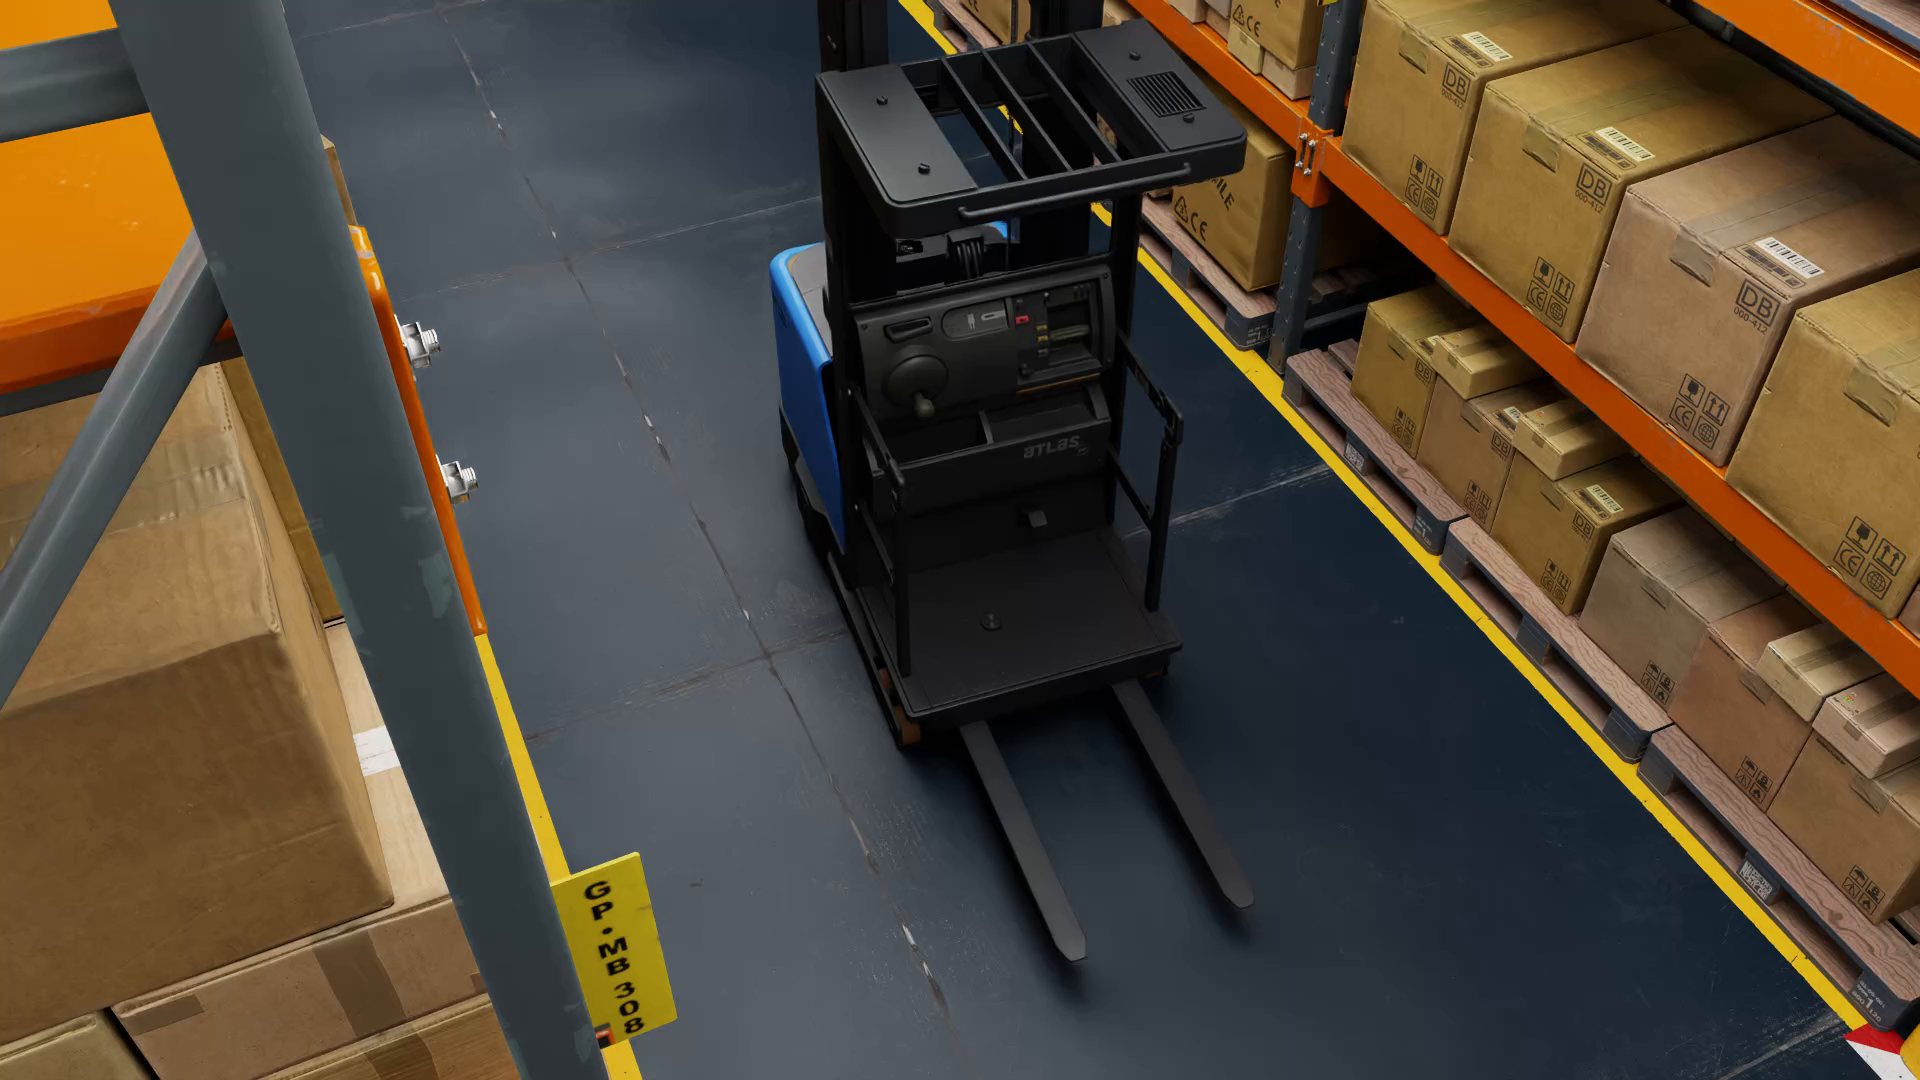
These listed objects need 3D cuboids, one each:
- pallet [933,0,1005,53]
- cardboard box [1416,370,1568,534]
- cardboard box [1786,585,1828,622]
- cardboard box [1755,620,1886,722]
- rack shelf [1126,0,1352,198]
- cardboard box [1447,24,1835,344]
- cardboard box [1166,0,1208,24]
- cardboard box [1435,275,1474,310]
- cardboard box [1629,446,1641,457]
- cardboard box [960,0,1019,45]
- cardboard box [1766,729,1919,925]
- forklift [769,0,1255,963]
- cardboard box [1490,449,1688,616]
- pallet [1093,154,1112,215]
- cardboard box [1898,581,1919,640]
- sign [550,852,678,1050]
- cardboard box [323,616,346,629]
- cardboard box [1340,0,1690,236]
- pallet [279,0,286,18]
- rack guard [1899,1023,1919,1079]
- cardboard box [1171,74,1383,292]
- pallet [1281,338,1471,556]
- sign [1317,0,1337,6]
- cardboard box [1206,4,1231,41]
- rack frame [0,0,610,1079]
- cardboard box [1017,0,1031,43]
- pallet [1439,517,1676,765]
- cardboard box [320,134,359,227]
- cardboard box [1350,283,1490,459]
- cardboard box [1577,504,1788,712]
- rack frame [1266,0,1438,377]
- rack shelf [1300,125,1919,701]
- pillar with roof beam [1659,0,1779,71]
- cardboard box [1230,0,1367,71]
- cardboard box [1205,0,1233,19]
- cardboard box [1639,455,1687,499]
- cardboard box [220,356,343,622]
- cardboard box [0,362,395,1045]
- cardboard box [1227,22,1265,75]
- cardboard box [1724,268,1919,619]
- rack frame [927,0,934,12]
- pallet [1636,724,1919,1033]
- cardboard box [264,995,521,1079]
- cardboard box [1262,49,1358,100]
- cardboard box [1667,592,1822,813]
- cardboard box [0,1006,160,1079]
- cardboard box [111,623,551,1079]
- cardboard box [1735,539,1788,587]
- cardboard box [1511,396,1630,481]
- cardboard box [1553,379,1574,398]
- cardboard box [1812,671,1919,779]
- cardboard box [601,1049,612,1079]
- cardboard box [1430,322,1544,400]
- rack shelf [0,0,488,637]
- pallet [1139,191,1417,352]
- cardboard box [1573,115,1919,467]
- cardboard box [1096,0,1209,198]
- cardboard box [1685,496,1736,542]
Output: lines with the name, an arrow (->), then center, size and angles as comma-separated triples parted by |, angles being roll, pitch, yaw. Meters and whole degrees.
pallet -> 0.531, -3.062, 10.071 | 1.003, 0.211, 1.213 | -18, 47, -17
cardboard box -> 2.380, -0.462, 6.932 | 0.700, 0.500, 0.500 | -18, 48, -18
cardboard box -> 3.162, 0.150, 5.850 | 0.380, 0.149, 0.250 | -18, 47, -17
cardboard box -> 2.919, 0.421, 5.575 | 0.380, 0.149, 0.250 | -17, 47, -16
rack shelf -> 1.109, -3.048, 8.585 | 1.077, 0.370, 4.000 | -18, 47, -17
cardboard box -> 2.465, -1.319, 6.107 | 0.980, 0.700, 0.700 | -19, 48, -18
cardboard box -> 1.191, -2.563, 7.745 | 0.380, 0.149, 0.250 | -18, 47, -17
cardboard box -> 2.291, -1.165, 7.182 | 0.380, 0.149, 0.250 | -18, 47, -18
cardboard box -> 2.731, -0.500, 6.509 | 0.380, 0.149, 0.250 | -18, 47, -17
cardboard box -> 0.458, -3.456, 9.717 | 0.750, 0.750, 0.750 | -19, 48, -18
cardboard box -> 3.247, 0.843, 5.610 | 0.700, 0.500, 0.500 | -18, 47, -17
forklift -> 0.173, -0.591, 5.631 | 1.130, 2.935, 3.031 | -14, 46, -14
cardboard box -> 2.594, -0.134, 6.600 | 0.700, 0.500, 0.500 | -17, 47, -16
pallet -> 1.040, -2.285, 9.285 | 1.003, 0.211, 1.213 | -18, 47, -17
cardboard box -> 3.408, 0.090, 4.678 | 0.980, 0.700, 0.700 | -16, 47, -16
sign -> -0.369, 0.445, 1.774 | 0.100, 0.325, 0.005 | -18, 47, -17
cardboard box -> -1.045, 0.067, 2.530 | 0.500, 0.250, 0.500 | -18, 47, -17
cardboard box -> 2.163, -1.786, 6.580 | 0.980, 0.700, 0.700 | -17, 47, -17
pallet -> -3.876, -2.634, 7.789 | 1.213, 0.211, 1.003 | -18, 47, -17
rack guard -> 3.642, 1.424, 5.319 | 1.175, 0.500, 0.348 | -18, 47, -17
cardboard box -> 1.559, -1.790, 8.029 | 0.750, 0.750, 0.750 | -18, 47, -17
pallet -> 2.199, -0.530, 7.505 | 1.003, 0.211, 1.213 | -18, 47, -17
sign -> 1.462, -2.247, 6.493 | 0.100, 0.325, 0.005 | -18, 47, -17
cardboard box -> 1.356, -2.412, 7.592 | 0.380, 0.149, 0.250 | -17, 47, -16
rack frame -> -0.858, -0.152, 0.866 | 0.949, 2.616, 0.053 | -18, 47, -17
cardboard box -> 0.821, -2.896, 9.149 | 0.750, 0.750, 0.750 | -18, 47, -18
pallet -> 2.716, 0.249, 6.716 | 1.003, 0.211, 1.213 | -18, 47, -17
cardboard box -> -2.539, -1.118, 5.746 | 0.700, 0.500, 0.500 | -34, 54, -30
cardboard box -> 2.171, -0.783, 7.257 | 0.700, 0.500, 0.500 | -17, 47, -17
cardboard box -> 2.824, 0.204, 6.257 | 0.700, 0.500, 0.500 | -19, 48, -19
rack frame -> 1.950, -2.030, 7.040 | 1.000, 3.000, 0.127 | -18, 47, -17
rack shelf -> 2.791, -0.499, 6.001 | 1.077, 0.370, 4.000 | -18, 47, -17
pillar with roof beam -> -0.877, -2.703, 3.452 | 9.100, 9.000, 0.400 | -18, 47, -17
cardboard box -> 1.527, -2.398, 7.116 | 0.500, 0.500, 0.500 | -19, 48, -18
cardboard box -> 1.304, -2.720, 7.443 | 0.500, 0.500, 0.500 | -18, 47, -17
cardboard box -> 2.840, -0.336, 6.343 | 0.380, 0.149, 0.250 | -19, 48, -18
cardboard box -> -1.225, -0.141, 2.207 | 0.700, 0.500, 0.500 | -18, 47, -17
cardboard box -> -1.092, 0.203, 1.859 | 0.700, 0.500, 0.500 | -18, 47, -17
cardboard box -> 1.423, -2.233, 7.411 | 0.380, 0.149, 0.250 | -17, 47, -17
cardboard box -> 3.092, -0.370, 5.145 | 0.980, 0.700, 0.700 | -18, 48, -18
rack frame -> 0.268, -4.579, 9.624 | 1.000, 3.000, 0.127 | -18, 47, -17
pallet -> 3.225, 1.025, 5.929 | 1.003, 0.211, 1.213 | -18, 47, -17
cardboard box -> -0.846, 0.568, 2.379 | 0.500, 0.250, 0.500 | -18, 47, -17
cardboard box -> 1.551, -2.079, 7.255 | 0.380, 0.149, 0.250 | -18, 47, -17
cardboard box -> 3.036, 0.524, 5.933 | 0.700, 0.500, 0.500 | -18, 47, -18
cardboard box -> -1.308, 0.540, 2.051 | 0.500, 0.250, 0.500 | -18, 47, -17
cardboard box -> -0.841, 0.388, 2.205 | 0.500, 0.250, 0.500 | -18, 47, -17
cardboard box -> 3.055, -0.011, 6.014 | 0.380, 0.149, 0.250 | -17, 47, -17
cardboard box -> 2.370, -0.409, 6.416 | 0.380, 0.149, 0.250 | -19, 48, -19
cardboard box -> 2.625, -0.662, 6.673 | 0.380, 0.149, 0.250 | -19, 48, -19
cardboard box -> 3.028, 0.584, 5.410 | 0.380, 0.149, 0.250 | -19, 48, -18
cardboard box -> -0.808, 1.232, 2.951 | 0.500, 0.500, 0.500 | -17, 47, -16
cardboard box -> 2.150, -0.741, 6.754 | 0.380, 0.149, 0.250 | -17, 47, -16
rack shelf -> -1.702, -1.168, 2.410 | 1.077, 0.370, 4.000 | -18, 47, -17
pallet -> 1.557, -1.507, 8.496 | 1.003, 0.211, 1.213 | -18, 47, -17
cardboard box -> 2.780, -0.859, 5.640 | 0.980, 0.700, 0.700 | -20, 48, -19
cardboard box -> 1.182, -2.355, 8.602 | 0.750, 0.750, 0.750 | -17, 47, -16
cardboard box -> 2.946, -0.175, 6.179 | 0.380, 0.149, 0.250 | -18, 47, -17
